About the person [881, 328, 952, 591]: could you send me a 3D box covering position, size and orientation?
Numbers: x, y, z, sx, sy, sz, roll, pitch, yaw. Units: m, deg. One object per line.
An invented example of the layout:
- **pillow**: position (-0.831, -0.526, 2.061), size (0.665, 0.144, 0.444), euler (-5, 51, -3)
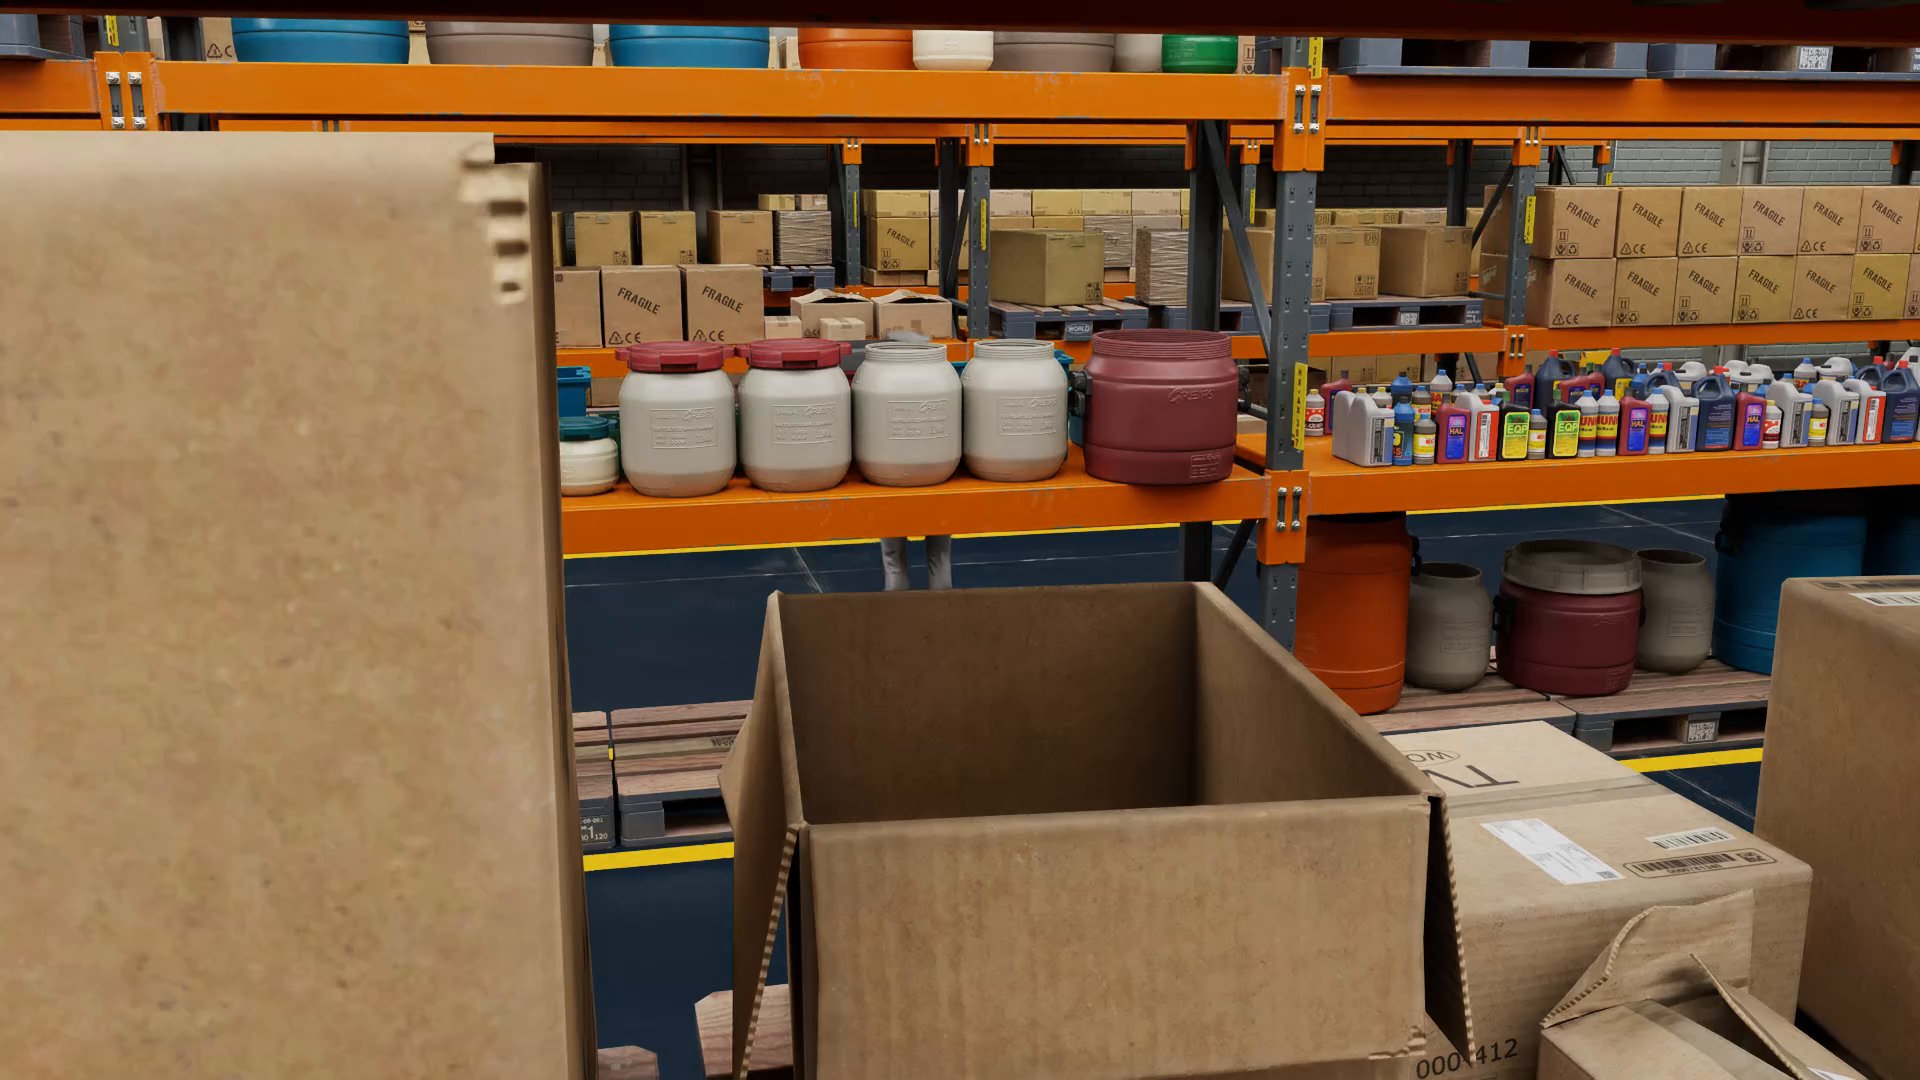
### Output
- **person**: position (-0.259, -0.275, 8.735), size (0.414, 1.648, 0.549), euler (-3, 13, -14)
